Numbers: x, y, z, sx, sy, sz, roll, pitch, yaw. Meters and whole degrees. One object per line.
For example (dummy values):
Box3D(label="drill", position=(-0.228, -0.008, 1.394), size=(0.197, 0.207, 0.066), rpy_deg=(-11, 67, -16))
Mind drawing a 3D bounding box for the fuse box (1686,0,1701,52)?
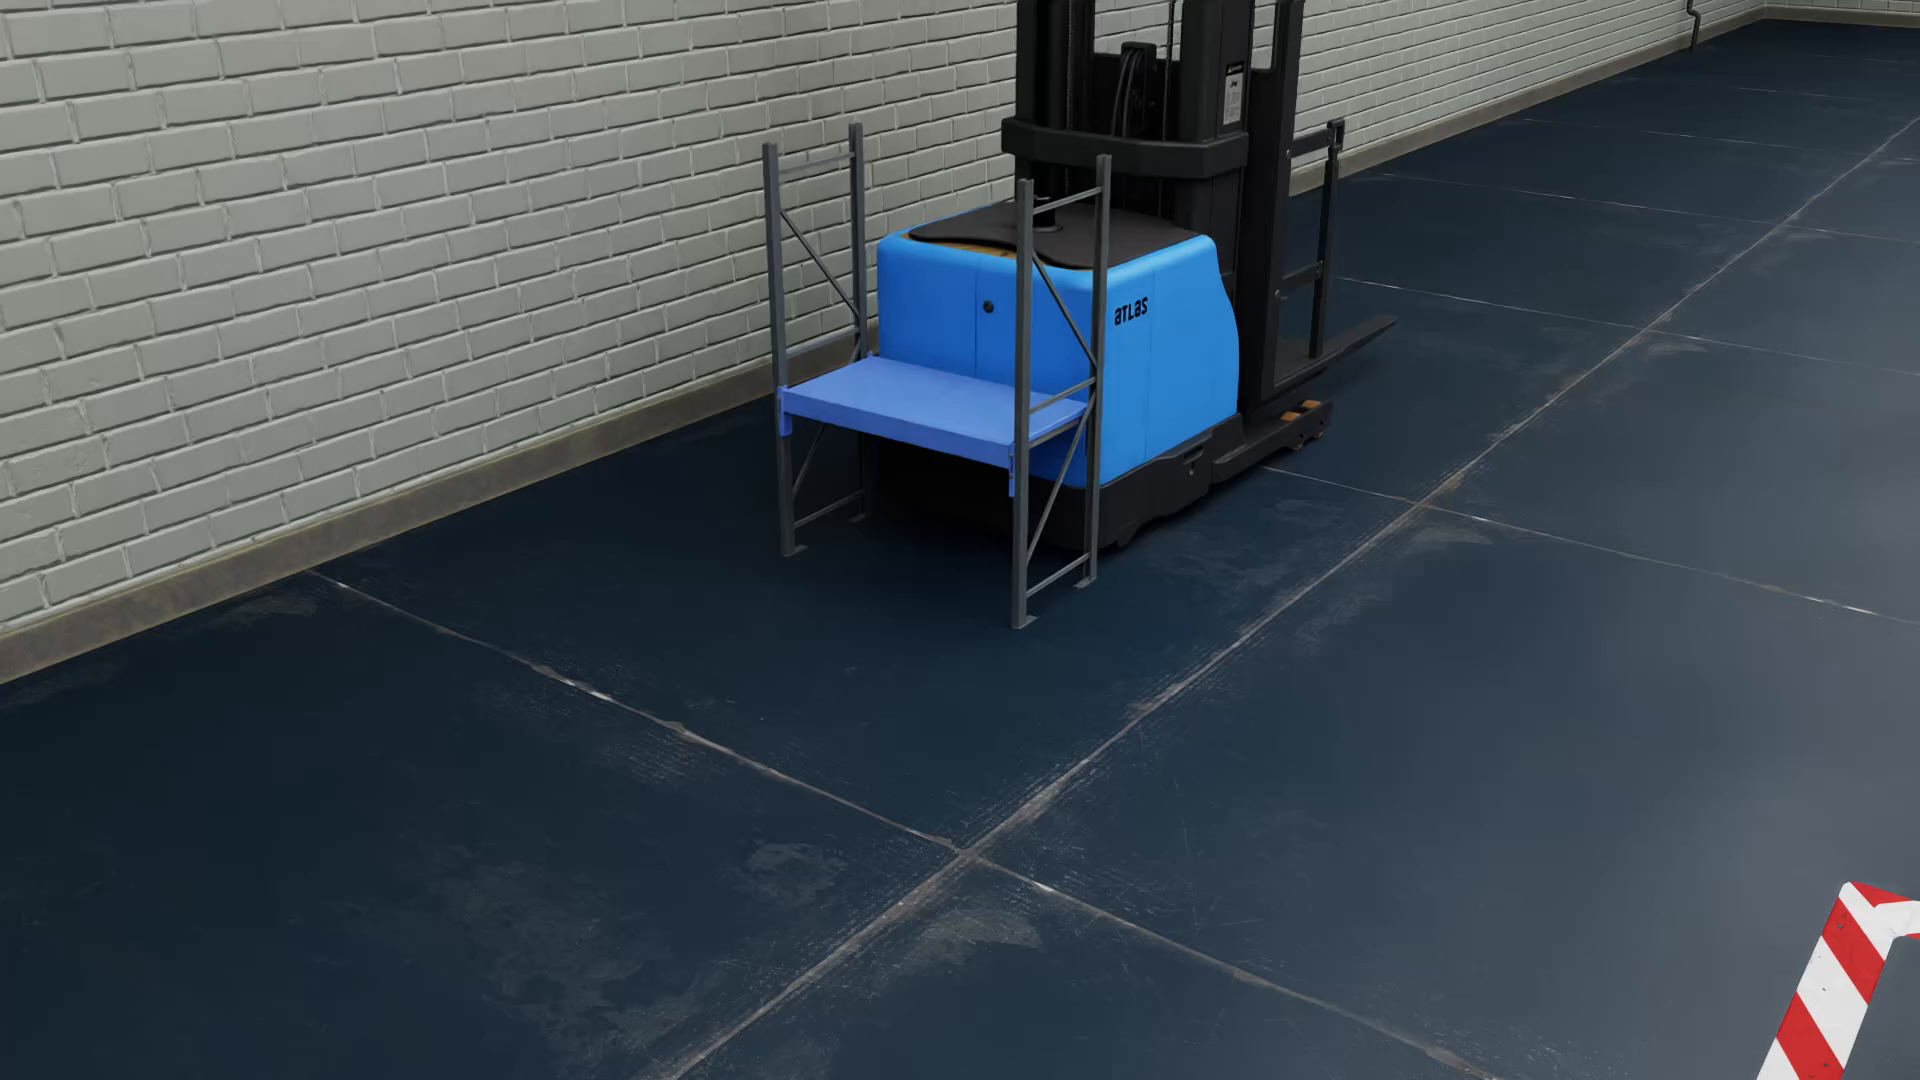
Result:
Box3D(label="fuse box", position=(8.292, -6.288, 18.400), size=(0.414, 1.711, 0.539), rpy_deg=(17, 29, 33))

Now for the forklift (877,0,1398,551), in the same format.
Box3D(label="forklift", position=(0.971, -1.832, 6.772), size=(1.130, 2.935, 3.031), rpy_deg=(17, 29, 34))

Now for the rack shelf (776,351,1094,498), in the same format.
Box3D(label="rack shelf", position=(-0.085, -0.422, 5.793), size=(1.000, 0.185, 0.538), rpy_deg=(16, 28, 32))

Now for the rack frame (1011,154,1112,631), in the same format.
Box3D(label="rack frame", position=(0.329, -0.467, 5.450), size=(0.032, 1.500, 0.500), rpy_deg=(16, 28, 32))

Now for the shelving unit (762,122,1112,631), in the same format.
Box3D(label="shelving unit", position=(-0.085, -0.586, 5.720), size=(1.048, 1.500, 0.538), rpy_deg=(16, 28, 32))

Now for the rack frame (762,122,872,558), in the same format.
Box3D(label="rack frame", position=(-0.499, -0.705, 5.990), size=(0.032, 1.500, 0.500), rpy_deg=(16, 28, 32))
